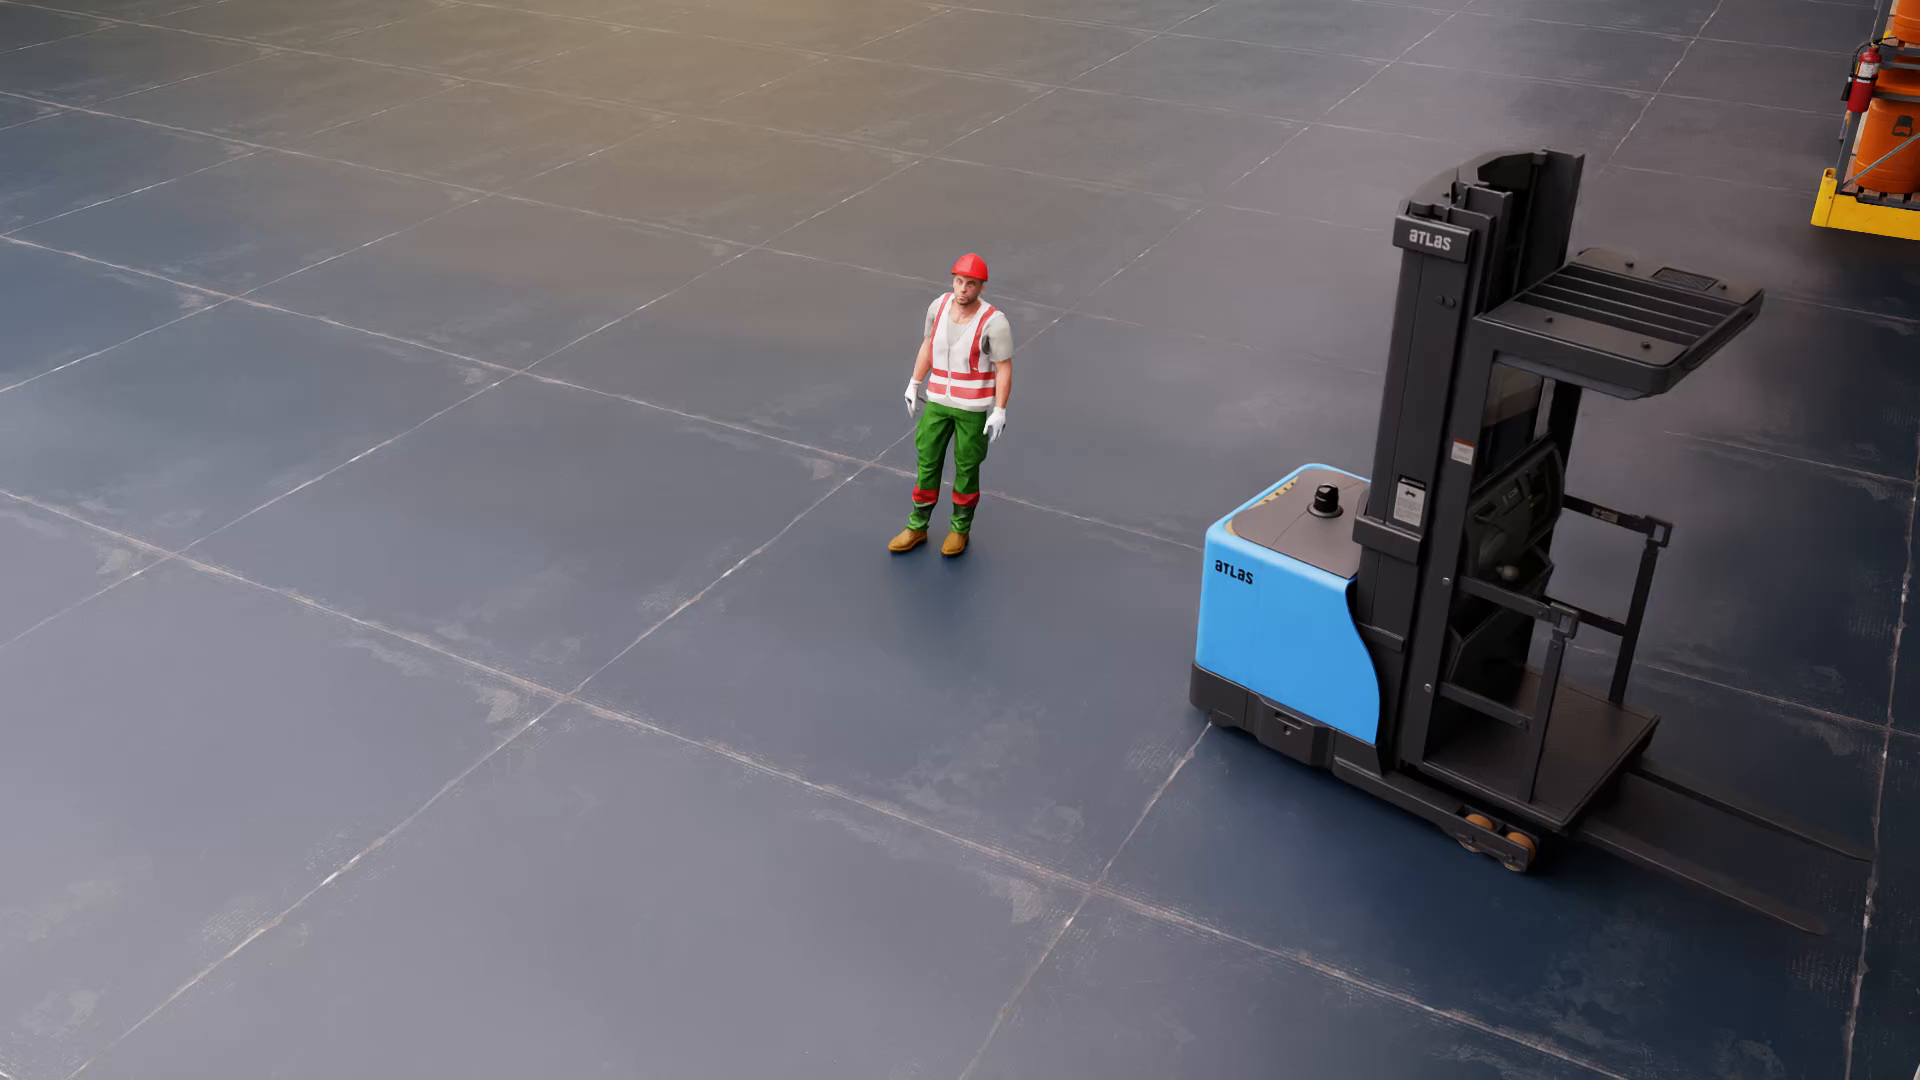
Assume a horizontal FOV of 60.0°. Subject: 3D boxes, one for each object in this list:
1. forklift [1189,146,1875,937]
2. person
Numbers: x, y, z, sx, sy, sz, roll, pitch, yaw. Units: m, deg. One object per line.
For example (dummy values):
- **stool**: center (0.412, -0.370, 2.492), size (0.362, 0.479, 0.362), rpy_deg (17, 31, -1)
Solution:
- **forklift**: center (2.604, -0.089, 7.224), size (3.031, 2.935, 1.130), rpy_deg (24, 38, 35)
- **person**: center (-0.048, -0.748, 9.495), size (0.638, 1.789, 0.562), rpy_deg (15, 33, 25)
